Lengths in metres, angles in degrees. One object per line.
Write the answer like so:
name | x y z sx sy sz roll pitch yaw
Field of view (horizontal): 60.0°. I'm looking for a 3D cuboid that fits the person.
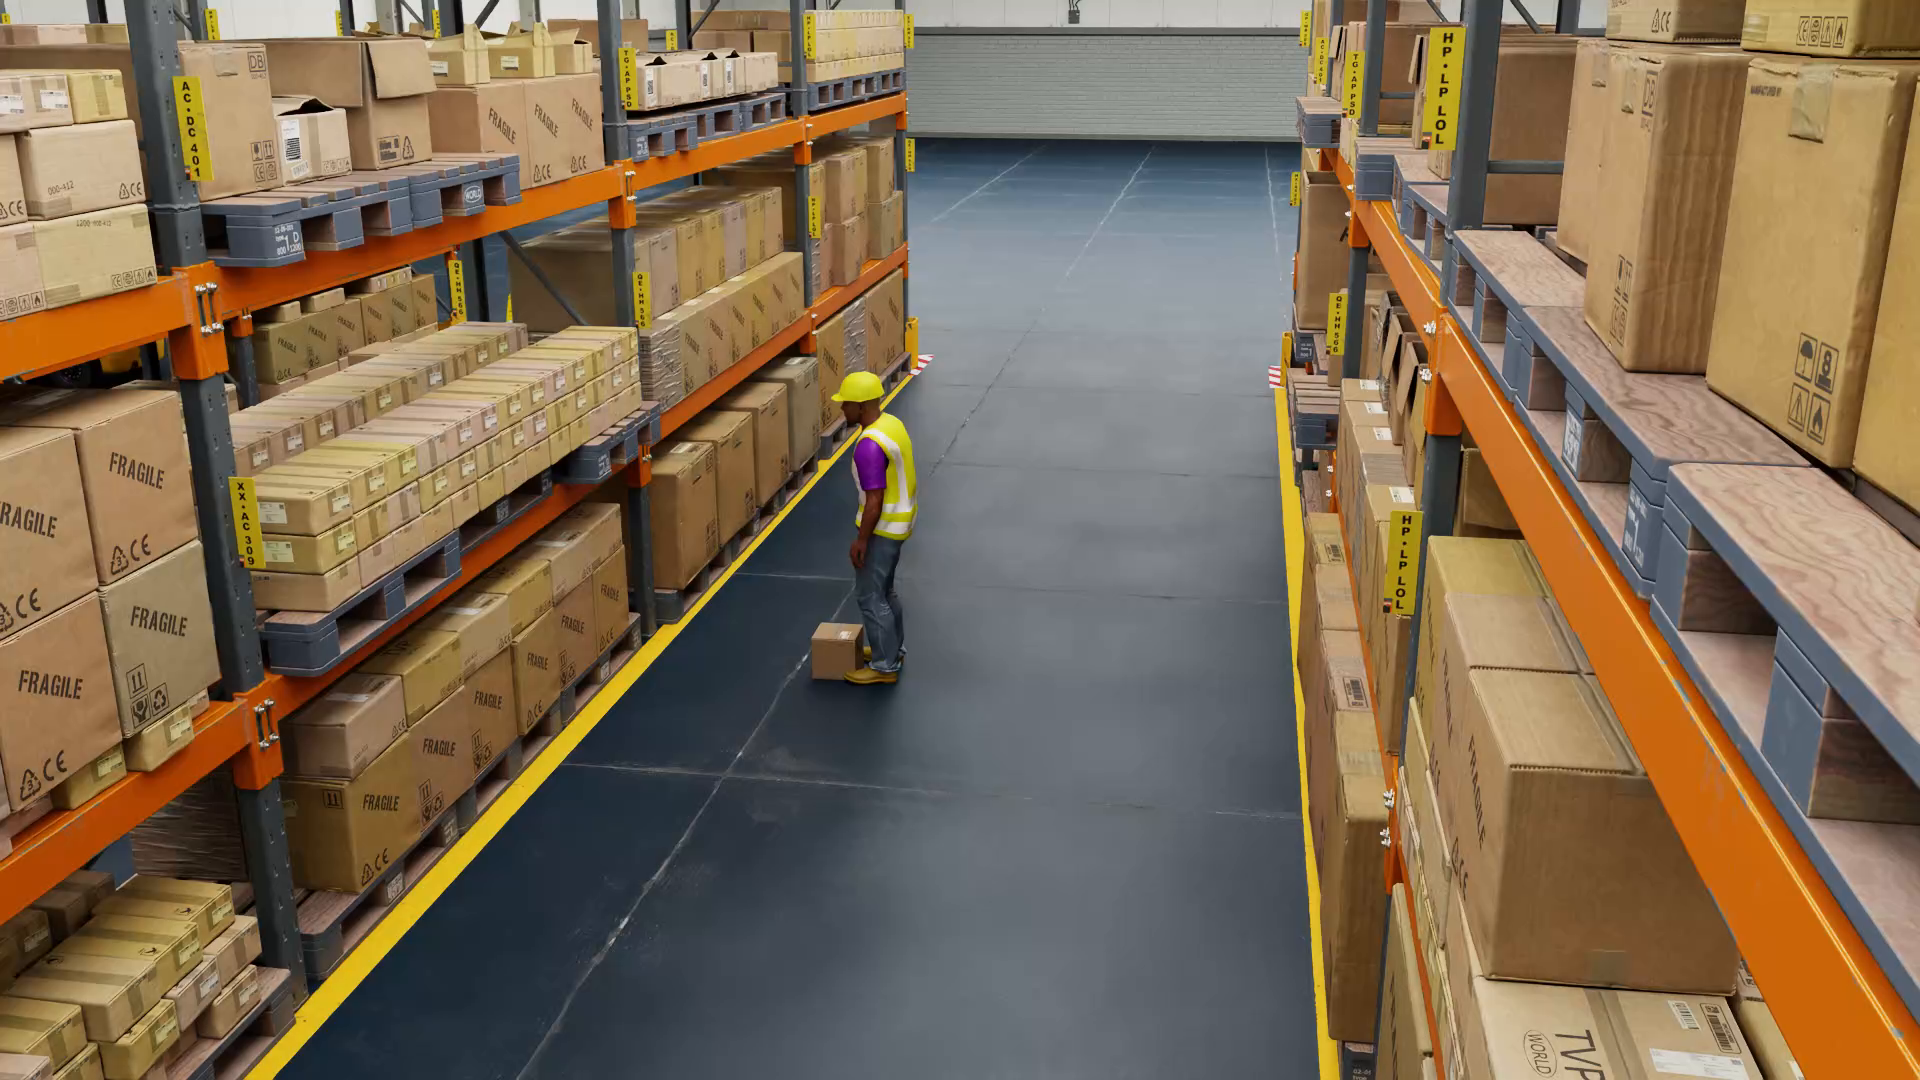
person | -0.470 -0.074 9.253 0.456 1.761 0.627 3 18 9
